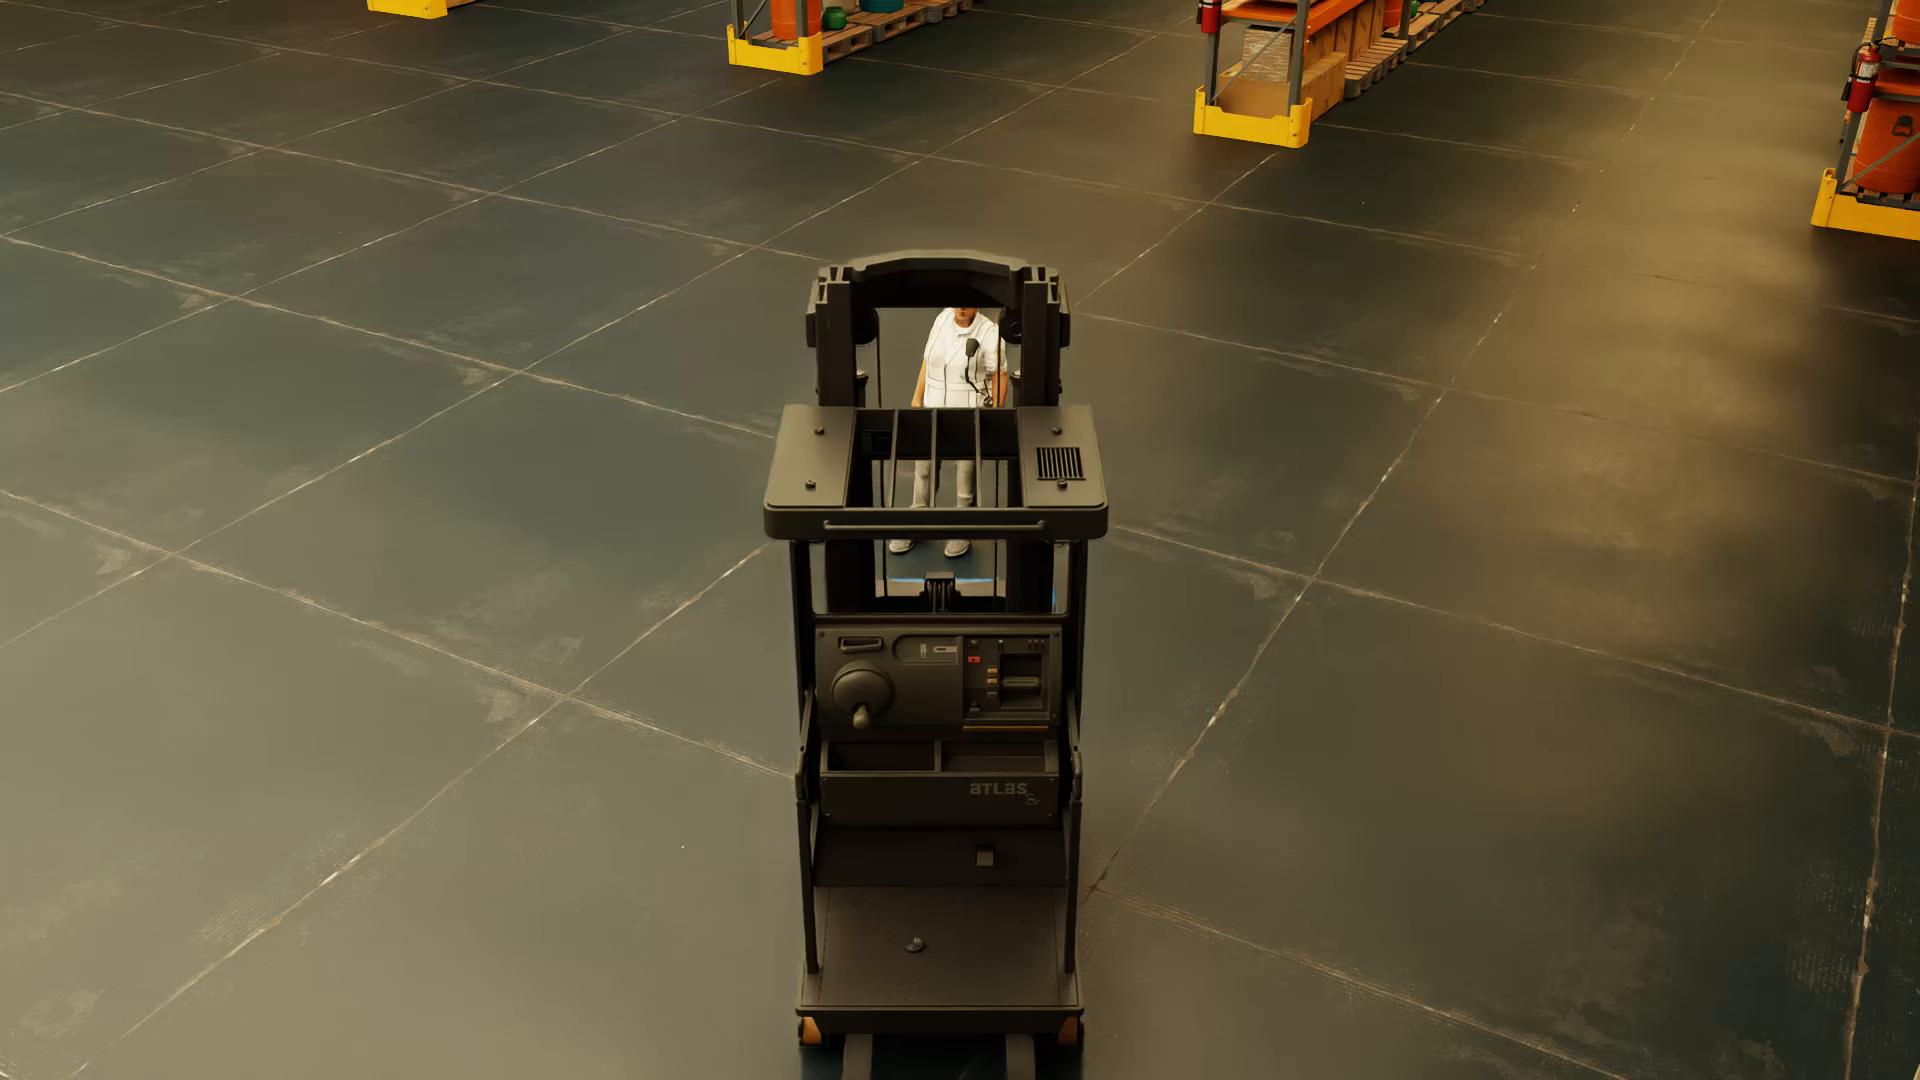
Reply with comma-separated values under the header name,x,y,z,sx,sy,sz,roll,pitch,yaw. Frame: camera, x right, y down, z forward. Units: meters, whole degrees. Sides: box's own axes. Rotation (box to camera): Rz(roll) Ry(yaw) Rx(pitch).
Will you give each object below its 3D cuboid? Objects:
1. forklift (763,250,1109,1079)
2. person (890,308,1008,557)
name,x,y,z,sx,sy,sz,roll,pitch,yaw
forklift,-0.077,0.564,6.093,1.130,2.935,3.031,0,30,0
person,-0.057,-0.700,9.534,0.598,1.670,0.529,15,33,25
